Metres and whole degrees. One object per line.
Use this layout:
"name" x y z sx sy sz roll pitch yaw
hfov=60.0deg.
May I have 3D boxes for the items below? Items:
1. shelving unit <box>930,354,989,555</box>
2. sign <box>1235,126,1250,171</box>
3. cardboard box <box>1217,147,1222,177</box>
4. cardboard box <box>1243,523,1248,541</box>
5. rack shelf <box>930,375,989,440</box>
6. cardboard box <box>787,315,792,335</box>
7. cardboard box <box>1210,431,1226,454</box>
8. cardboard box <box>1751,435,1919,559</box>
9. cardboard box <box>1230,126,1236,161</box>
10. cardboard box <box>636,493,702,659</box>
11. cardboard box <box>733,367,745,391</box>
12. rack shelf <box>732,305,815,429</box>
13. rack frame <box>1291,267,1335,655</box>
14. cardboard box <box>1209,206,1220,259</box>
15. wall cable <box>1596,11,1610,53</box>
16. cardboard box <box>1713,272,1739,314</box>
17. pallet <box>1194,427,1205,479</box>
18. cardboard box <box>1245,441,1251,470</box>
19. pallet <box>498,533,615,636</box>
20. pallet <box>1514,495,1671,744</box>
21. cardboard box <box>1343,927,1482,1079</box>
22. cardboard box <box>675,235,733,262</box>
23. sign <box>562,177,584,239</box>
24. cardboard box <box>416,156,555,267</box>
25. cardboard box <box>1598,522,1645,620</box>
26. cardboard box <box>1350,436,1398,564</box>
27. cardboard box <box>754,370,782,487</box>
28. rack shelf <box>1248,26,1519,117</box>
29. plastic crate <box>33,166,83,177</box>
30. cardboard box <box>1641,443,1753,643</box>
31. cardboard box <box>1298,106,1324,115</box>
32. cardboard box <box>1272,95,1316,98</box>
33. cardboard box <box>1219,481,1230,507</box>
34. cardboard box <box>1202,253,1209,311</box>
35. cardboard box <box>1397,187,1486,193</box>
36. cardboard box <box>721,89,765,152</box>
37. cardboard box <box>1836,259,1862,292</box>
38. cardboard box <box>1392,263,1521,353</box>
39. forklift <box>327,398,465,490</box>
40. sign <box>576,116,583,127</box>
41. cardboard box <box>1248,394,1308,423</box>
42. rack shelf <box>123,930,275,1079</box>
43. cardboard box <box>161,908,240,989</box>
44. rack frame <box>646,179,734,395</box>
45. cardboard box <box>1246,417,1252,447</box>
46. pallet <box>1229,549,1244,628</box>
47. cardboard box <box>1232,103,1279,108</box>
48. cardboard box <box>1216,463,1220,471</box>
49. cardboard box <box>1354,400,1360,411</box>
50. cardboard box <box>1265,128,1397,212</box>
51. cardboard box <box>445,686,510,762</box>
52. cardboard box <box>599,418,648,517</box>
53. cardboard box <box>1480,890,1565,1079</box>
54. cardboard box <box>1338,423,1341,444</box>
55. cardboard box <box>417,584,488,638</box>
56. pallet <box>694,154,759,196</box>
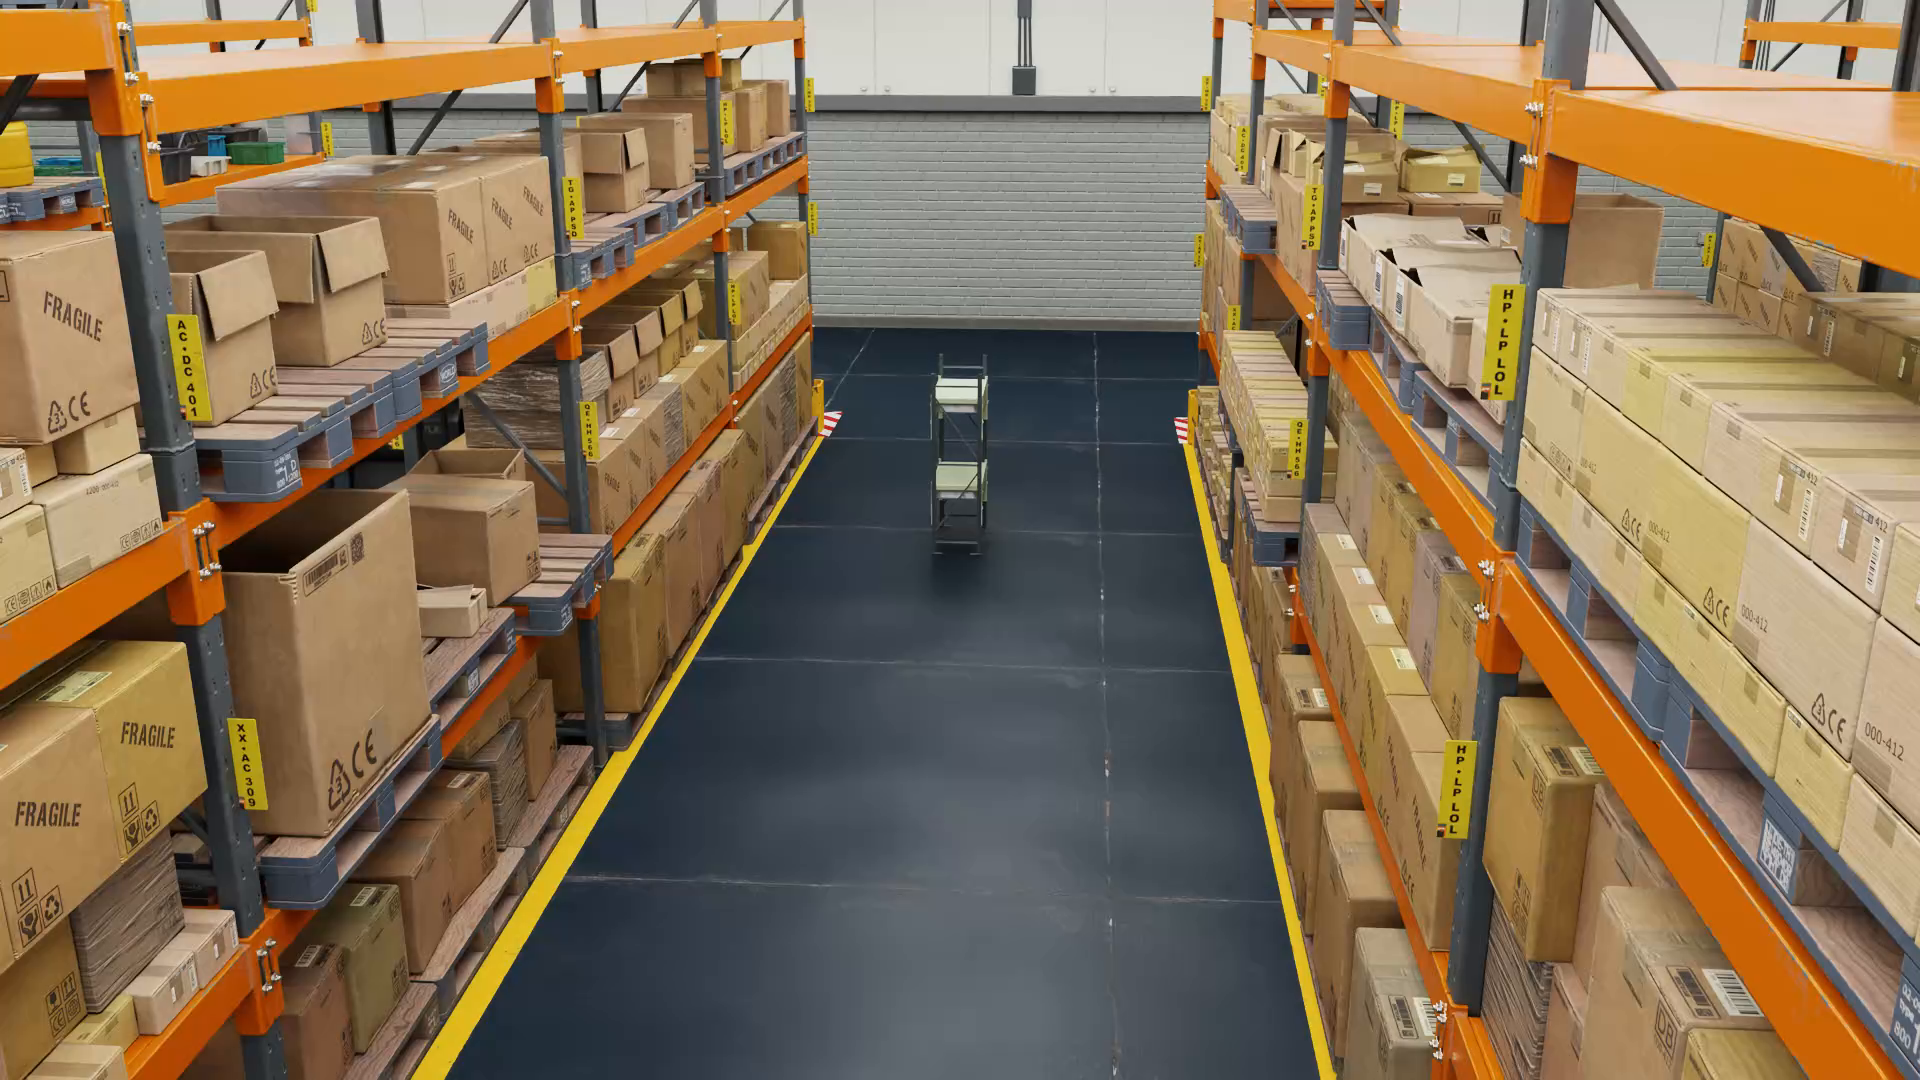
"shelving unit" 0.000 -0.711 13.683 0.431 1.500 0.755 1 18 4
"sign" 2.086 -2.884 12.259 0.100 0.325 0.005 1 18 4
"cardboard box" 2.562 -3.342 14.729 0.500 0.250 0.500 1 18 2
"cardboard box" 2.276 -0.182 11.797 0.500 0.250 0.500 2 18 5
"rack shelf" 0.000 -1.081 13.562 0.431 0.370 0.720 1 18 4
"cardboard box" -1.794 -2.033 15.713 0.380 0.149 0.250 1 18 3
"cardboard box" 2.414 -0.854 14.659 0.380 0.149 0.250 1 18 2
"cardboard box" 1.581 -0.072 2.798 0.380 0.149 0.250 1 18 4
"cardboard box" 2.489 -3.267 13.697 0.500 0.250 0.500 2 18 6
"cardboard box" -2.457 0.217 11.182 1.225 0.875 0.875 1 18 4
"cardboard box" -1.959 -1.310 13.508 0.380 0.149 0.250 1 18 4
"rack shelf" -2.168 -1.624 15.219 1.077 0.370 4.000 1 18 4
"rack frame" 2.341 0.039 8.986 1.000 3.000 0.127 1 18 4
"cardboard box" 2.588 -2.819 15.465 0.500 0.500 0.500 2 18 6
"wall cable" 7.986 -6.990 20.804 0.463 3.000 0.029 1 18 4
"cardboard box" 7.539 -2.271 15.876 0.500 0.500 0.500 1 18 3
"pallet" 2.816 -0.845 16.163 1.003 0.211 1.213 1 18 4
"cardboard box" 1.995 -0.522 10.429 0.380 0.149 0.250 0 18 1
"pallet" -2.543 0.212 8.767 1.213 0.211 1.003 1 18 4
"pallet" 1.986 0.152 3.966 1.003 0.211 1.213 1 18 4
"cardboard box" 2.009 1.956 6.074 1.050 0.750 0.750 1 18 4
"cardboard box" -2.396 -2.555 15.461 0.500 0.500 0.500 1 18 2
"sign" -2.057 -1.761 8.833 0.100 0.325 0.005 1 18 4
"cardboard box" -2.383 -1.660 8.390 0.500 0.500 0.500 2 18 5
"cardboard box" 1.635 0.070 3.644 0.380 0.149 0.250 1 18 3
"cardboard box" 2.264 -0.187 7.910 0.700 0.500 0.500 1 18 3
"cardboard box" -2.120 -1.018 14.950 0.875 0.875 0.875 1 18 4
"rack shelf" 2.485 -2.901 10.122 1.077 0.370 4.000 1 18 4
"plastic crate" -7.523 -2.919 13.536 0.450 0.188 0.662 1 18 4
"cardboard box" 1.670 -0.002 3.223 0.500 0.250 0.500 1 18 3
"cardboard box" 3.038 -3.558 13.944 0.380 0.149 0.250 1 18 2
"cardboard box" 3.090 -4.042 15.421 0.380 0.149 0.250 2 18 5
"cardboard box" 2.341 -0.378 13.687 0.380 0.149 0.250 0 18 1
"cardboard box" 2.607 -2.501 16.100 0.500 0.500 0.500 2 18 7
"cardboard box" 2.676 -1.761 9.501 0.500 0.500 0.500 1 18 4
"cardboard box" -2.094 -3.636 14.388 0.700 0.500 0.500 2 18 6
"cardboard box" 7.376 -1.957 13.311 0.500 0.500 0.500 1 18 3
"cardboard box" 1.961 -0.898 6.337 0.500 0.311 0.500 1 18 2
"forklift" -4.621 -1.401 13.492 1.130 2.935 3.031 1 18 2
"sign" -2.865 -3.066 12.687 0.100 0.325 0.005 1 18 4
"cardboard box" 1.997 -0.803 10.330 0.380 0.149 0.250 1 18 4
"rack shelf" -3.029 2.103 3.845 1.077 0.370 4.000 1 18 4
"cardboard box" -2.608 1.332 5.444 0.380 0.149 0.250 1 18 4
"rack frame" -2.312 -1.345 13.211 1.000 3.000 0.127 1 18 4
"cardboard box" 1.995 -0.666 10.388 0.380 0.149 0.250 1 18 4
"pallet" 2.574 0.364 12.473 1.003 0.211 1.213 1 18 4
"cardboard box" 2.524 -3.649 14.223 0.380 0.149 0.250 2 18 6
"cardboard box" 2.476 -0.578 14.774 0.380 0.149 0.250 2 18 5
"cardboard box" 2.643 -0.789 10.287 0.380 0.149 0.250 2 18 6
"cardboard box" 2.386 -2.400 10.774 0.797 0.503 0.637 1 18 3
"cardboard box" -2.645 0.893 8.483 0.500 0.250 0.500 3 18 10
"cardboard box" -2.258 -0.455 10.335 0.500 0.500 0.500 1 18 2
"cardboard box" 2.040 1.325 4.821 0.875 0.550 0.550 1 18 4
"cardboard box" 2.688 -0.668 10.873 0.380 0.149 0.250 1 18 2
"cardboard box" -2.449 0.285 7.776 0.396 0.266 0.258 1 18 2
"pallet" -2.243 -2.982 13.532 1.003 0.211 1.213 1 18 4
